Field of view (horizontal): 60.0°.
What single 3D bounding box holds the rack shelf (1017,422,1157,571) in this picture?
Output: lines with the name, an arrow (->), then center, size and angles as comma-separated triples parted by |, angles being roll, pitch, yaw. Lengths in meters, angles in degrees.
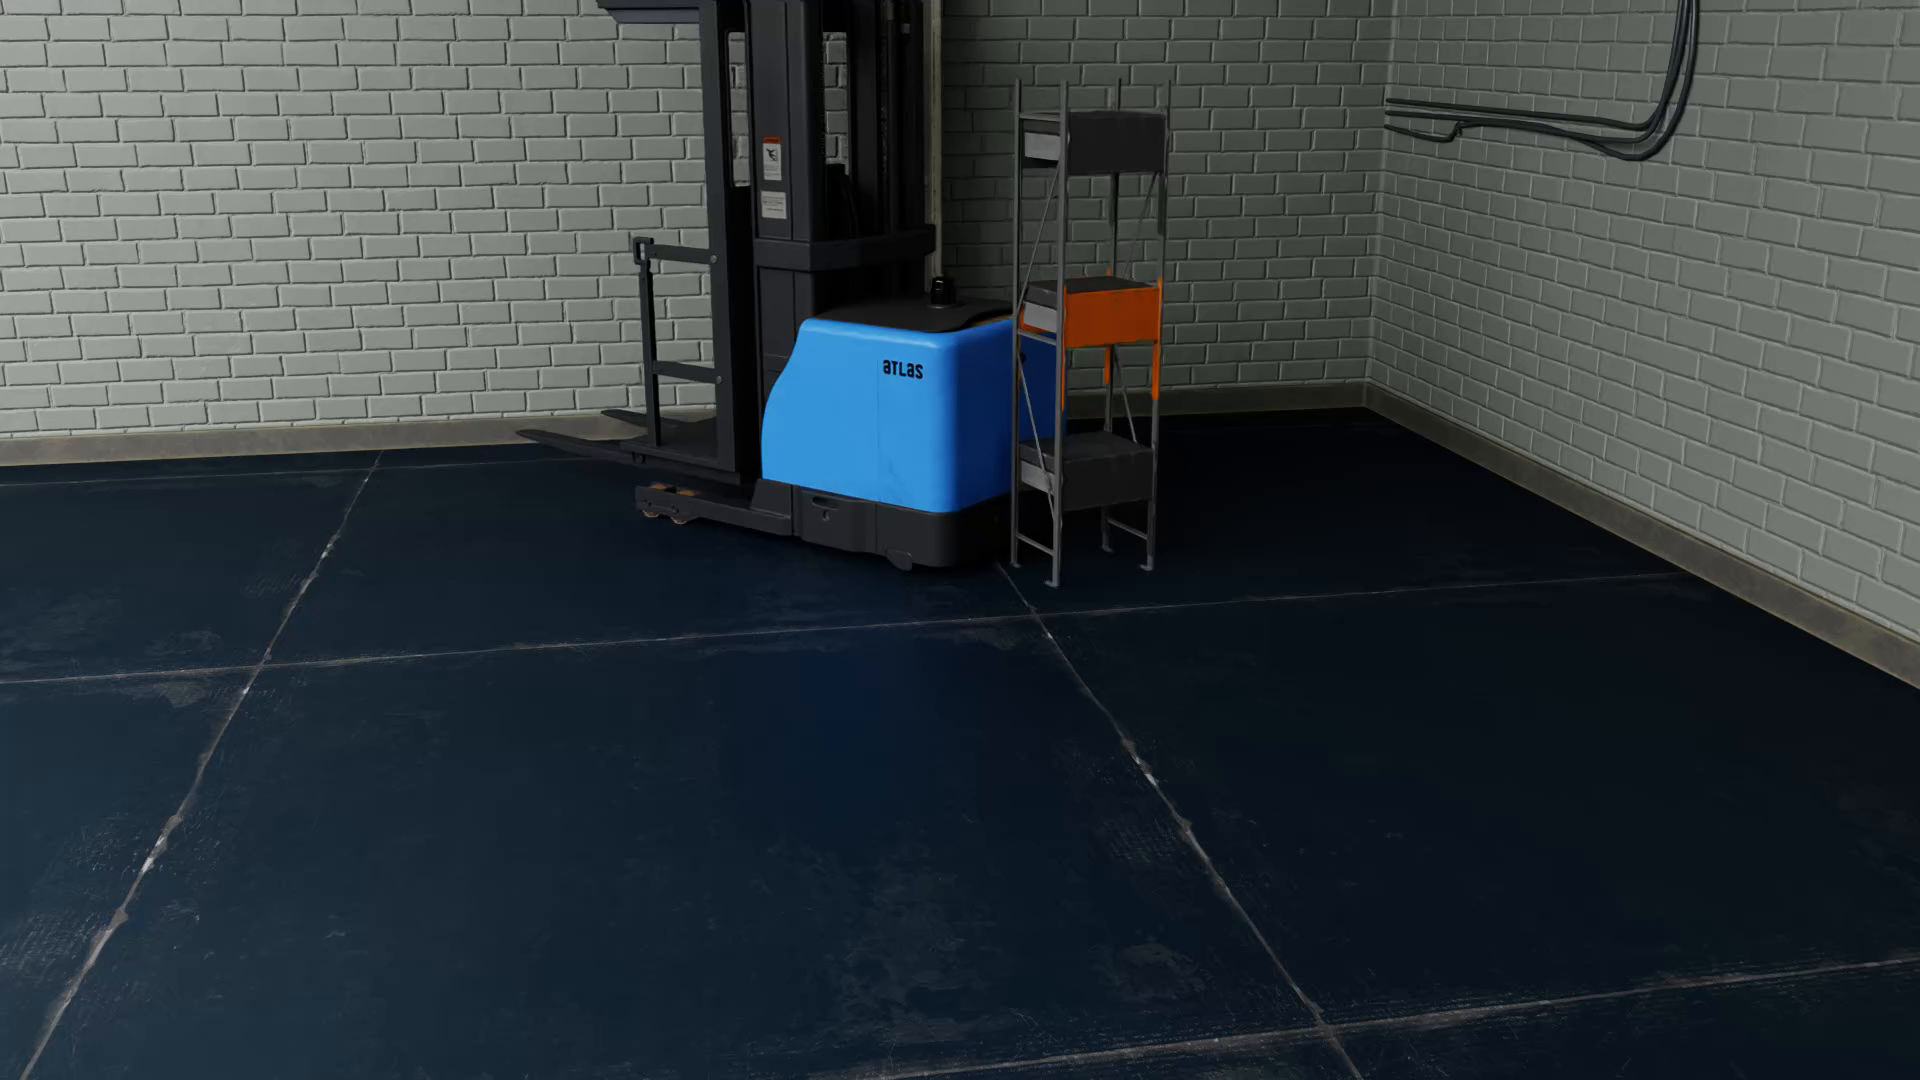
rack shelf -> 0.542, -0.199, 7.314 | 0.480, 0.518, 0.431 | -9, 19, -27

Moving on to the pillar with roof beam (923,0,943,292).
pillar with roof beam -> 0.494, -3.709, 4.562 | 0.400, 9.000, 9.100 | -3, 17, -10

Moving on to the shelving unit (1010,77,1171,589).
shelving unit -> 0.542, -0.881, 7.104 | 0.503, 2.100, 0.431 | -9, 19, -27

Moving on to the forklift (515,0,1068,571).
forklift -> -0.977, -1.588, 7.988 | 3.031, 2.935, 1.130 | 12, 21, 34

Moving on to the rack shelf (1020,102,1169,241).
rack shelf -> 0.542, -1.537, 6.903 | 0.480, 0.518, 0.431 | -9, 19, -27

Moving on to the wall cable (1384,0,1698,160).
wall cable -> 2.821, -3.249, 8.351 | 0.112, 2.526, 3.097 | -3, 17, -10

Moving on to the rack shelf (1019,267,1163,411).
rack shelf -> 0.542, -0.868, 7.108 | 0.480, 0.518, 0.431 | -9, 19, -27

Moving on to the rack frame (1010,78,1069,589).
rack frame -> 0.326, -0.847, 6.995 | 0.015, 2.100, 0.400 | -9, 19, -27

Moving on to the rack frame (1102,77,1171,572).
rack frame -> 0.757, -0.915, 7.214 | 0.015, 2.100, 0.400 | -9, 19, -27
